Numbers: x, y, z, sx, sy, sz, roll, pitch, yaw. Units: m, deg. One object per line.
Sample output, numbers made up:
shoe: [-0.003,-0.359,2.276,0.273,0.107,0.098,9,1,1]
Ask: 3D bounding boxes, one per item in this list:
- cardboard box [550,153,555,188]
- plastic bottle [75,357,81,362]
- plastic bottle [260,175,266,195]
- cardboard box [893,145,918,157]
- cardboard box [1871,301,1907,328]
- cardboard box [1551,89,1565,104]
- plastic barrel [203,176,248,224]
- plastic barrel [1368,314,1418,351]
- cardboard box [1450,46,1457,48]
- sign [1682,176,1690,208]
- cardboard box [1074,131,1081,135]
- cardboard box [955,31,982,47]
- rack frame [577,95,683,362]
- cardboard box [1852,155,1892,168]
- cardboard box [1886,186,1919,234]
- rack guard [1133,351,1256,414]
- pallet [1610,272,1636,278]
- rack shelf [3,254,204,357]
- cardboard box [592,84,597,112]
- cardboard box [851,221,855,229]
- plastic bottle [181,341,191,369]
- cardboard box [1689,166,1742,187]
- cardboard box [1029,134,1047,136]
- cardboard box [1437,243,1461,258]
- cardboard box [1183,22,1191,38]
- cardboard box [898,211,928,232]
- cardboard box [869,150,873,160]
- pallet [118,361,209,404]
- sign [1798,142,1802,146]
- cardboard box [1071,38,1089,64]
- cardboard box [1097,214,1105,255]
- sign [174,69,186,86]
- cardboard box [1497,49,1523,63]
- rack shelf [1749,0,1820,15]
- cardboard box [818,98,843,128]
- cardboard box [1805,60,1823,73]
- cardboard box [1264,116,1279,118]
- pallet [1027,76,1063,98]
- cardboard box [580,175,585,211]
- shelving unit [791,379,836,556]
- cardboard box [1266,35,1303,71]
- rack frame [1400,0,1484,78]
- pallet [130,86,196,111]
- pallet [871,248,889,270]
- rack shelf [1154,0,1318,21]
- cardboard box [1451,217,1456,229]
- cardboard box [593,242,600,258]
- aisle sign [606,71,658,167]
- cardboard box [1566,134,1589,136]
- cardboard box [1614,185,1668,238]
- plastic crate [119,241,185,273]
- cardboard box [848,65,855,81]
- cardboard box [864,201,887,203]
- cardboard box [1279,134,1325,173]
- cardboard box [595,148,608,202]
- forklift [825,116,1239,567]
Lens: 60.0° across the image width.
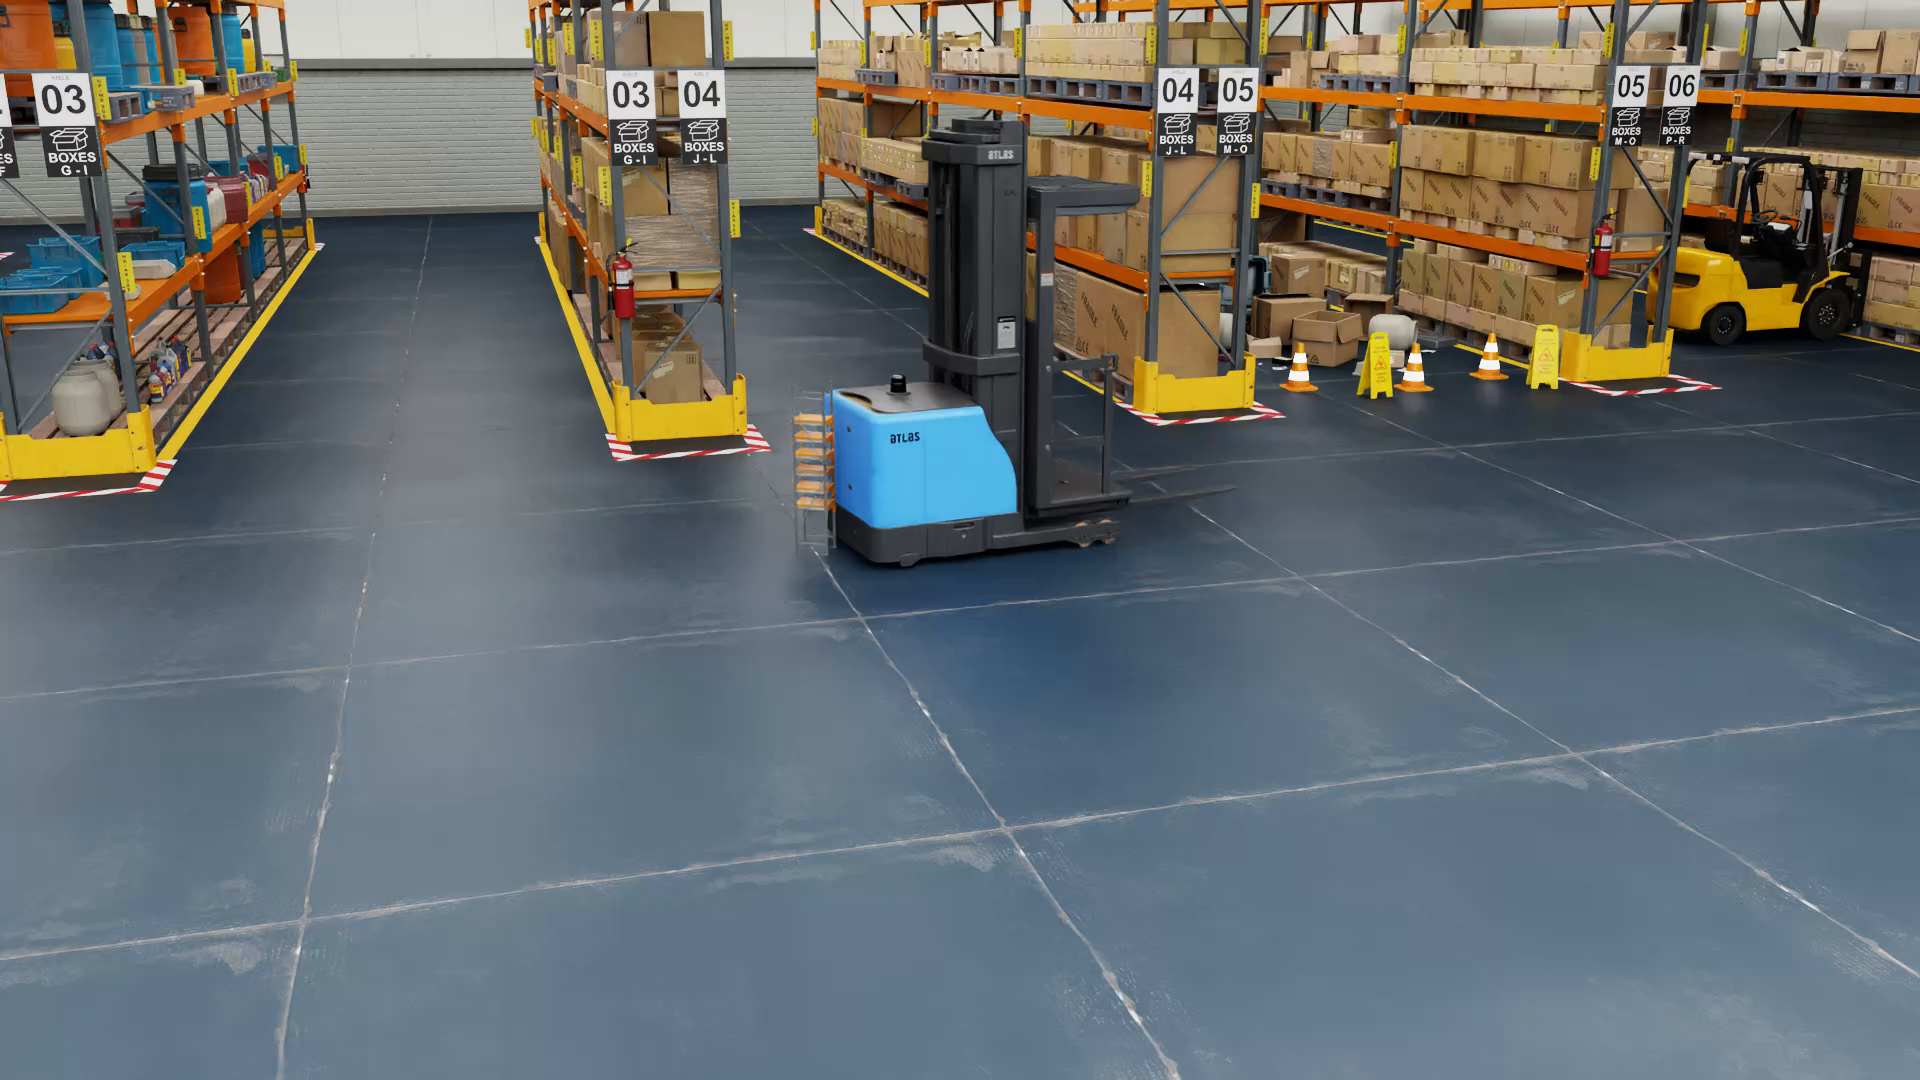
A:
cardboard box: [-5.930,-5.603,25.216,0.500,0.500,0.500,-5,17,-15]
plastic bottle: [-8.337,-1.562,15.778,0.144,0.351,0.185,-4,17,-13]
plastic bottle: [-10.051,-5.111,23.954,0.061,0.283,0.133,-5,17,-15]
cardboard box: [-0.772,-5.708,24.411,0.380,0.149,0.250,-5,17,-15]
cardboard box: [11.222,-2.687,19.733,0.500,0.250,0.500,-5,17,-15]
cardboard box: [6.503,-4.701,17.612,0.380,0.149,0.250,-4,17,-14]
plastic barrel: [-9.060,-4.165,20.366,0.600,0.536,0.708,-5,17,-15]
plastic barrel: [4.987,-2.384,19.152,0.512,0.421,0.421,7,18,23]
cardboard box: [8.411,-8.259,28.033,0.380,0.149,0.250,-5,17,-16]
sign: [7.532,-3.624,17.297,0.100,0.325,0.005,-5,17,-15]
cardboard box: [2.469,-7.484,31.480,0.500,0.500,0.500,-5,17,-16]
cardboard box: [0.093,-7.087,23.613,0.396,0.266,0.258,-5,17,-15]
rack frame: [-3.617,-3.489,18.353,1.000,3.000,0.127,-5,17,-15]
cardboard box: [11.054,-4.567,20.123,0.380,0.149,0.250,-4,17,-14]
cardboard box: [11.261,-3.867,19.438,0.500,0.500,0.500,-4,17,-14]
rack guard: [2.285,-1.543,16.220,1.175,0.500,0.348,-5,17,-15]
pallet: [9.772,-4.206,25.588,1.003,0.211,1.213,-5,17,-15]
rack shelf: [-7.830,-2.200,15.312,1.077,0.370,4.000,-5,17,-15]
cardboard box: [-3.167,-4.141,15.570,0.500,0.250,0.500,-4,17,-14]
cardboard box: [-1.652,-5.399,28.420,0.380,0.149,0.250,-4,17,-14]
plastic bottle: [-7.930,-1.900,17.021,0.061,0.283,0.133,-4,17,-12]
cardboard box: [10.302,-4.949,22.606,0.500,0.250,0.500,-5,17,-16]
cardboard box: [0.756,-4.799,20.802,0.700,0.500,0.500,-5,17,-15]
cardboard box: [5.933,-3.461,19.878,0.380,0.149,0.250,-4,17,-13]
cardboard box: [2.355,-4.952,16.155,0.380,0.149,0.250,-5,17,-16]
cardboard box: [-0.634,-4.772,24.936,0.500,0.250,0.500,-4,17,-14]
cardboard box: [-1.208,-6.001,25.906,0.380,0.149,0.250,-4,17,-14]
pallet: [-8.235,-1.573,16.821,1.003,0.211,1.213,-5,17,-15]
sign: [11.216,-5.163,22.283,0.100,0.325,0.005,-5,17,-15]
cardboard box: [1.464,-5.033,17.120,0.500,0.250,0.500,-5,17,-15]
cardboard box: [1.928,-3.233,17.240,0.875,0.550,0.550,-5,17,-15]
sign: [-7.847,-4.579,16.752,0.100,0.325,0.005,-5,17,-15]
cardboard box: [6.180,-5.356,18.405,0.380,0.149,0.250,-4,17,-14]
rack shelf: [11.232,-6.450,19.728,1.077,0.370,4.000,-5,17,-15]
cardboard box: [-2.250,-7.697,29.932,0.500,0.500,0.500,-5,17,-16]
cardboard box: [10.725,-5.871,20.600,0.380,0.149,0.250,-4,17,-14]
cardboard box: [4.639,-6.342,25.940,0.500,0.500,0.500,-4,17,-14]
pallet: [1.394,-5.020,18.391,1.003,0.211,1.213,-5,17,-15]
cardboard box: [-4.182,-4.212,19.850,0.797,0.503,0.637,-3,17,-10]
shelving unit: [-1.012,-0.497,11.512,0.258,1.200,0.189,4,18,13]
cardboard box: [4.563,-7.158,24.446,0.797,0.503,0.637,-6,18,-19]
rack frame: [5.911,-7.146,20.099,1.000,3.000,0.127,-5,17,-15]
pallet: [-8.087,-4.252,16.007,1.213,0.211,1.003,-5,17,-15]
pallet: [-0.804,-4.515,26.617,1.003,0.211,1.213,-5,17,-15]
rack shelf: [4.262,-8.269,25.785,1.077,0.370,4.000,-5,17,-15]
cardboard box: [6.049,-3.760,19.694,0.380,0.149,0.250,-5,17,-16]
cardboard box: [-3.589,-3.008,17.187,0.380,0.149,0.250,-5,17,-15]
aisle sign: [-2.789,-3.587,14.160,0.394,0.787,0.004,-5,17,-15]
cardboard box: [9.592,-6.176,26.395,0.500,0.500,0.500,-4,17,-13]
cardboard box: [7.147,-3.509,17.730,0.500,0.500,0.500,-5,17,-16]
plastic crate: [-7.814,-2.742,16.123,0.499,0.251,0.616,-5,17,-15]
cardboard box: [-1.540,-7.684,27.366,0.500,0.250,0.500,-5,17,-15]
cardboard box: [-1.522,-6.031,30.008,0.380,0.149,0.250,-5,17,-16]
cardboard box: [4.863,-5.484,23.574,0.500,0.500,0.500,-4,17,-12]
cardboard box: [-3.185,-3.461,15.830,0.500,0.500,0.500,-5,17,-15]
forklift: [0.588,-1.488,11.812,3.031,2.935,1.130,-8,18,-24]
